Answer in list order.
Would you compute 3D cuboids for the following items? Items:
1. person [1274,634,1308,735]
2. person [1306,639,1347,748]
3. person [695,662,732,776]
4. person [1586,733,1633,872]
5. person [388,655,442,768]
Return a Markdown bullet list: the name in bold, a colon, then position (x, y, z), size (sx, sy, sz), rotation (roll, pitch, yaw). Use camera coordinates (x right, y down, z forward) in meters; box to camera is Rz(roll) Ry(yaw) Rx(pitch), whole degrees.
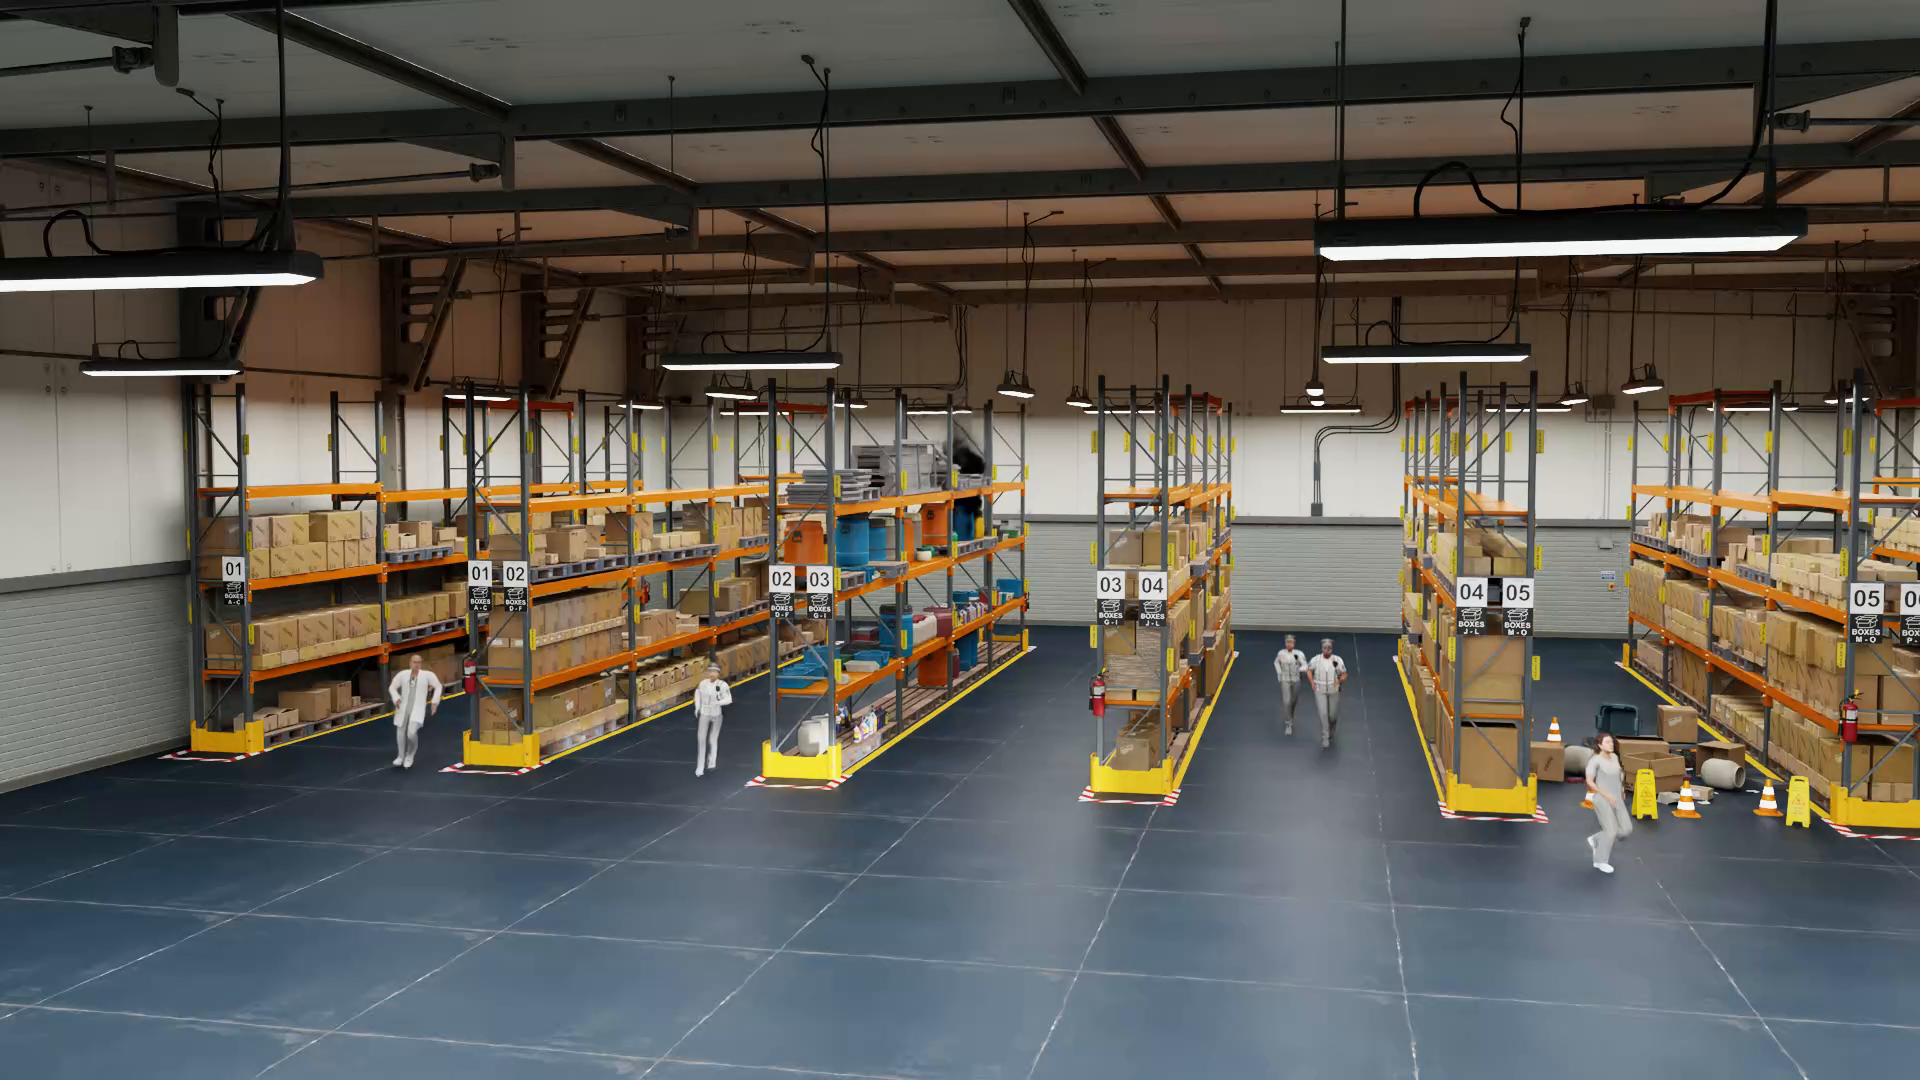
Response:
- **person**: position (5.795, 2.497, 29.050), size (0.597, 1.716, 0.868), rotation (1, 3, 10)
- **person**: position (6.129, 2.531, 27.814), size (0.670, 1.782, 0.748), rotation (1, 3, 9)
- **person**: position (-3.791, 2.725, 25.450), size (0.613, 1.729, 0.710), rotation (0, 3, 1)
- **person**: position (7.614, 3.074, 19.546), size (0.572, 1.632, 0.517), rotation (-2, 4, -26)
- **person**: position (-8.472, 2.660, 25.822), size (0.776, 1.760, 0.651), rotation (0, 3, -6)
